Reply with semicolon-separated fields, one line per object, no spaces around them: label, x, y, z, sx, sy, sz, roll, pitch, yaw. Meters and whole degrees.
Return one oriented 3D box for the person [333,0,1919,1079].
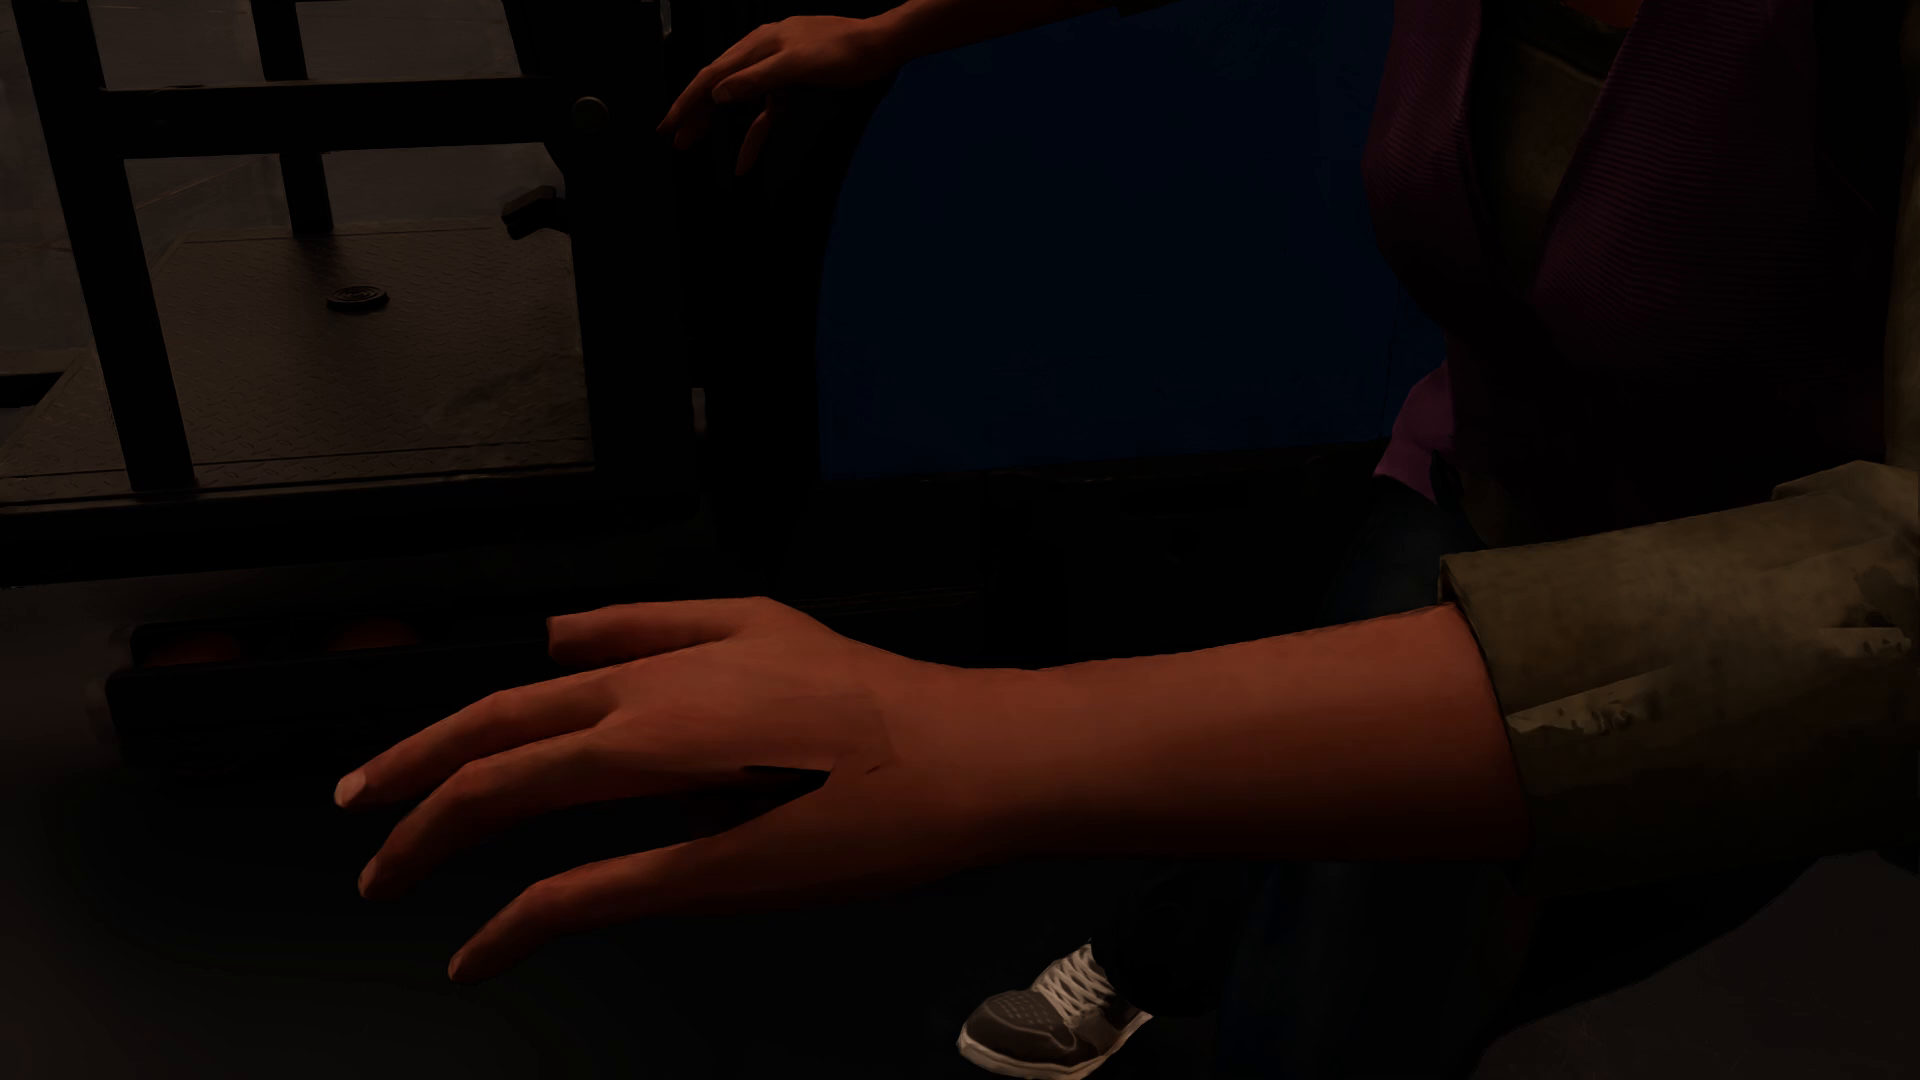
person;0.104;0.093;0.842;0.827;1.343;0.937;23;35;38

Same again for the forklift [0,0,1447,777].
forklift;-0.699;-1.289;1.801;3.031;2.935;1.130;-5;27;-9
